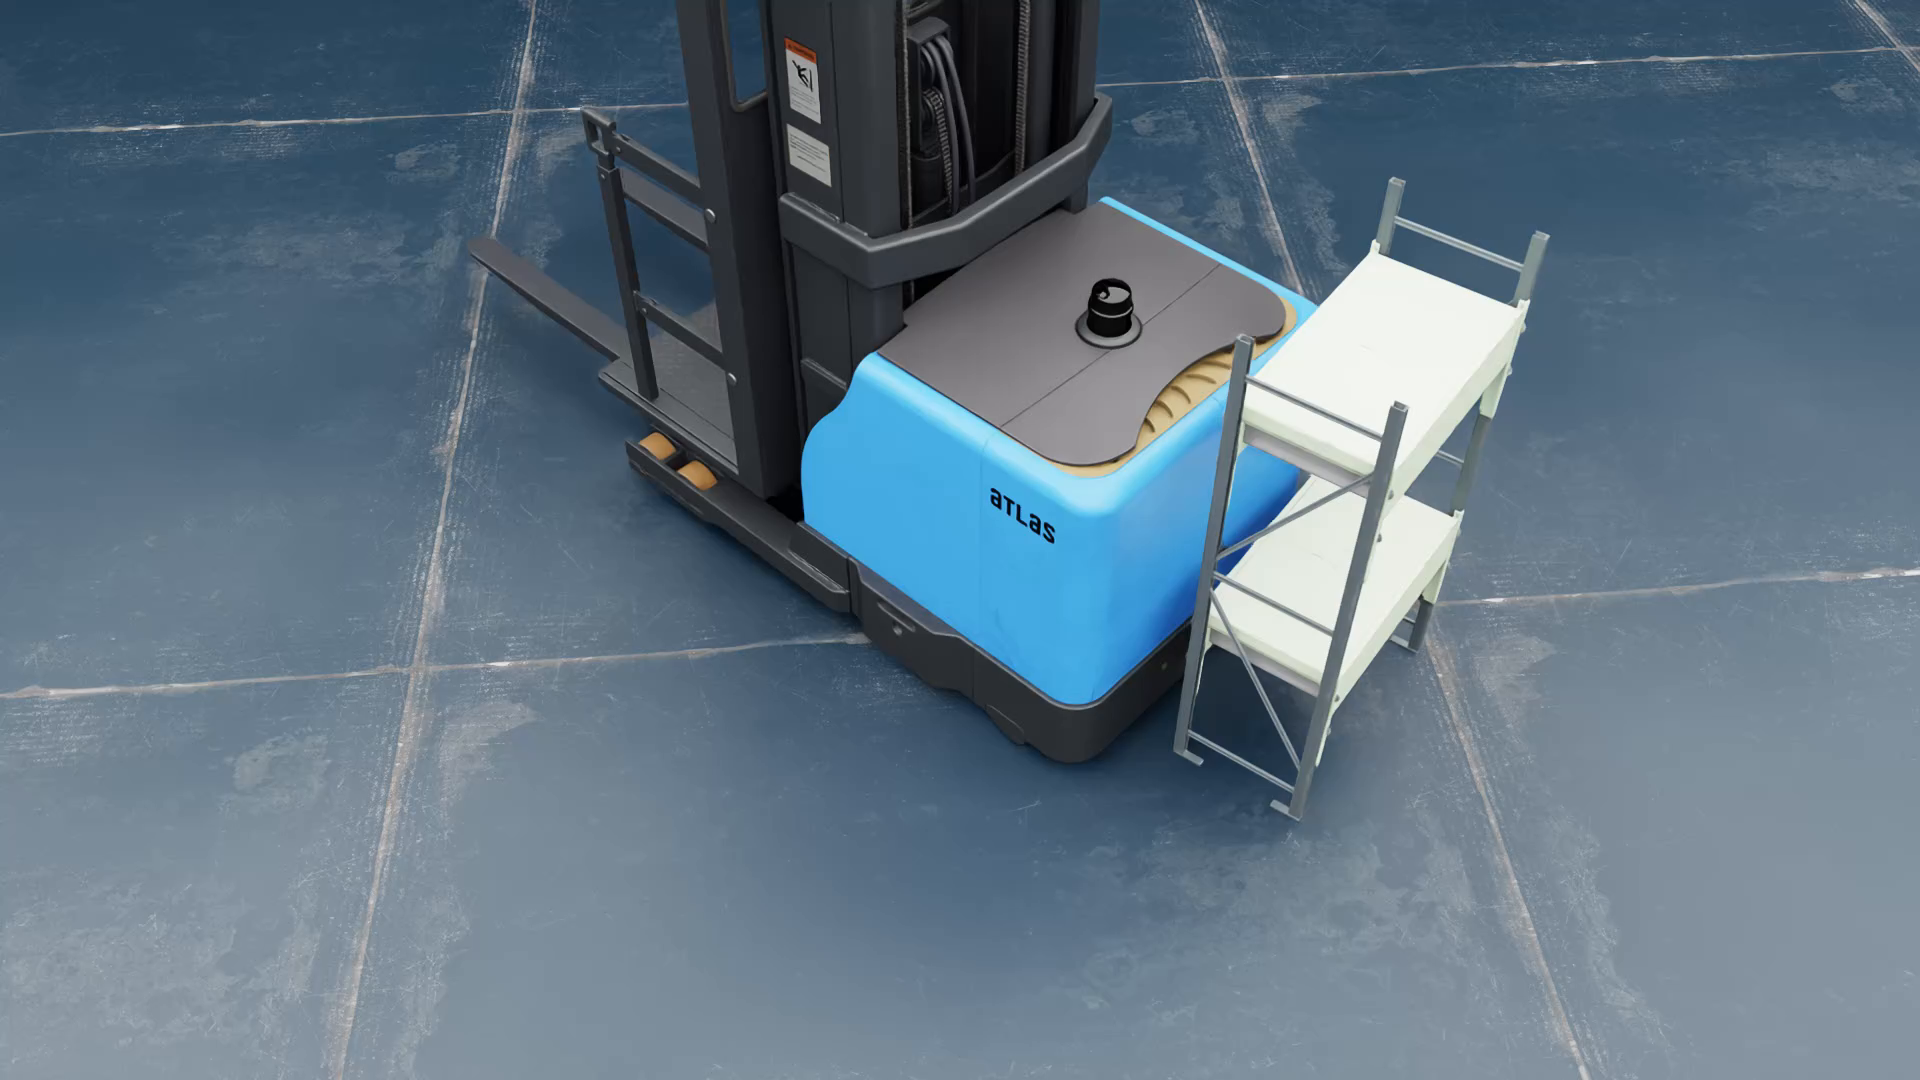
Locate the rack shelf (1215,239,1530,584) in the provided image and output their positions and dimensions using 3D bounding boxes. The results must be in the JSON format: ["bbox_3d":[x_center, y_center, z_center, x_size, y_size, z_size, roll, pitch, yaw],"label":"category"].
[{"bbox_3d":[0.982,-0.323,3.985,0.431,0.370,0.720,28,53,24],"label":"rack shelf"}]

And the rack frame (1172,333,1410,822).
[{"bbox_3d":[0.765,0.159,4.066,0.400,1.500,0.023,28,53,24],"label":"rack frame"}]

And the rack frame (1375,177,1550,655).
[{"bbox_3d":[1.200,-0.268,4.471,0.400,1.500,0.023,28,53,24],"label":"rack frame"}]

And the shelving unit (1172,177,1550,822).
[{"bbox_3d":[0.983,-0.055,4.268,0.431,1.500,0.755,28,53,24],"label":"shelving unit"}]

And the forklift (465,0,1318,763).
[{"bbox_3d":[-0.437,-1.342,4.502,3.031,2.935,1.130,34,55,28],"label":"forklift"}]

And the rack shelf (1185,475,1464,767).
[{"bbox_3d":[0.983,0.170,4.505,0.431,0.370,0.720,28,53,24],"label":"rack shelf"}]
